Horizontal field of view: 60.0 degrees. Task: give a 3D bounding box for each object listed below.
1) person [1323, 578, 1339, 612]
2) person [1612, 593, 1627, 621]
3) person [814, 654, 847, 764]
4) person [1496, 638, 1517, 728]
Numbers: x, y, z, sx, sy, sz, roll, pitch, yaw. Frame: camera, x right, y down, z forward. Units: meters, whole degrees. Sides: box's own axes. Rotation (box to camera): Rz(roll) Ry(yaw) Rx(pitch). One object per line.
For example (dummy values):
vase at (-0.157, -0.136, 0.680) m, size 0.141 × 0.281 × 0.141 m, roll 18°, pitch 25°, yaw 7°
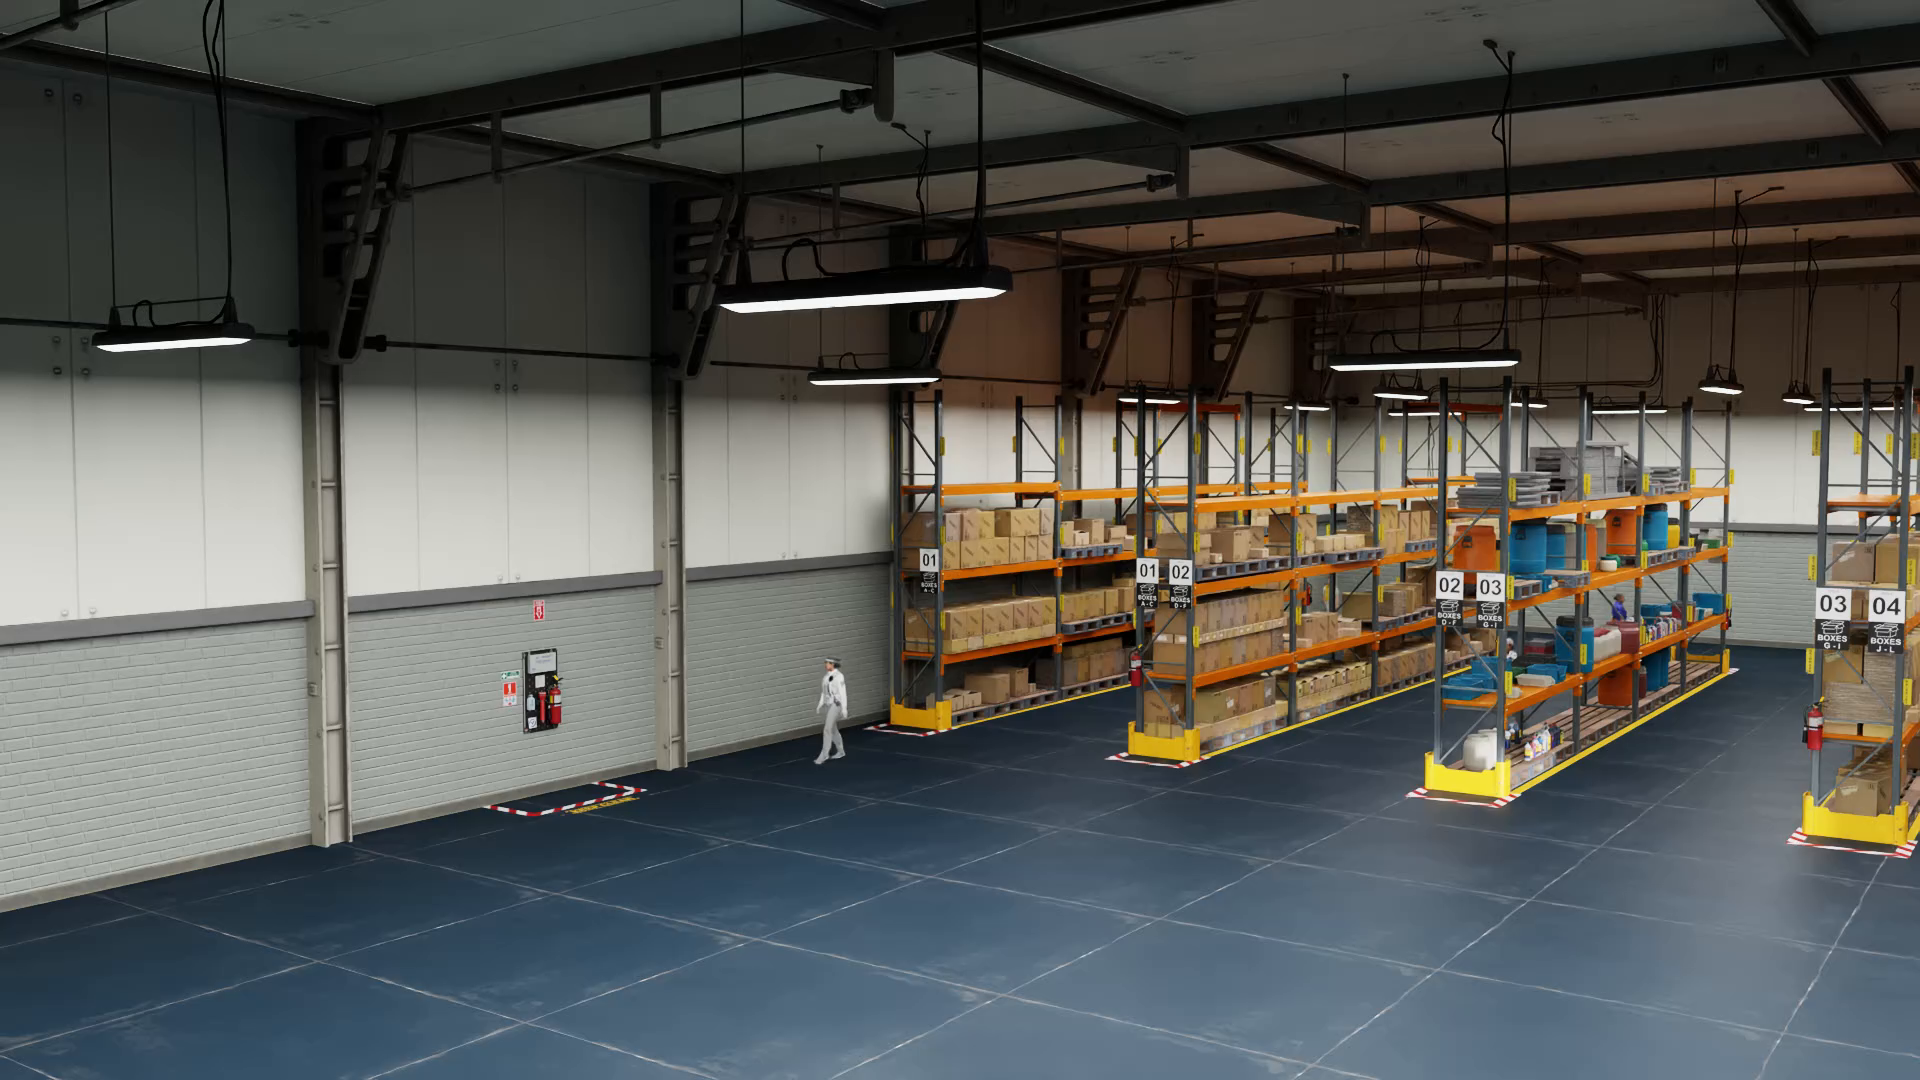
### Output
person at (9.625, 1.739, 43.276) m, size 0.412 × 1.639 × 0.964 m, roll -2°, pitch 4°, yaw -33°
person at (15.031, 2.055, 38.023) m, size 0.378 × 1.711 × 0.504 m, roll 0°, pitch 3°, yaw -2°
person at (-2.121, 2.672, 26.538) m, size 0.658 × 1.679 × 0.564 m, roll -2°, pitch 4°, yaw -28°
person at (9.685, 2.531, 29.381) m, size 0.996 × 1.603 × 0.517 m, roll -2°, pitch 4°, yaw -37°
